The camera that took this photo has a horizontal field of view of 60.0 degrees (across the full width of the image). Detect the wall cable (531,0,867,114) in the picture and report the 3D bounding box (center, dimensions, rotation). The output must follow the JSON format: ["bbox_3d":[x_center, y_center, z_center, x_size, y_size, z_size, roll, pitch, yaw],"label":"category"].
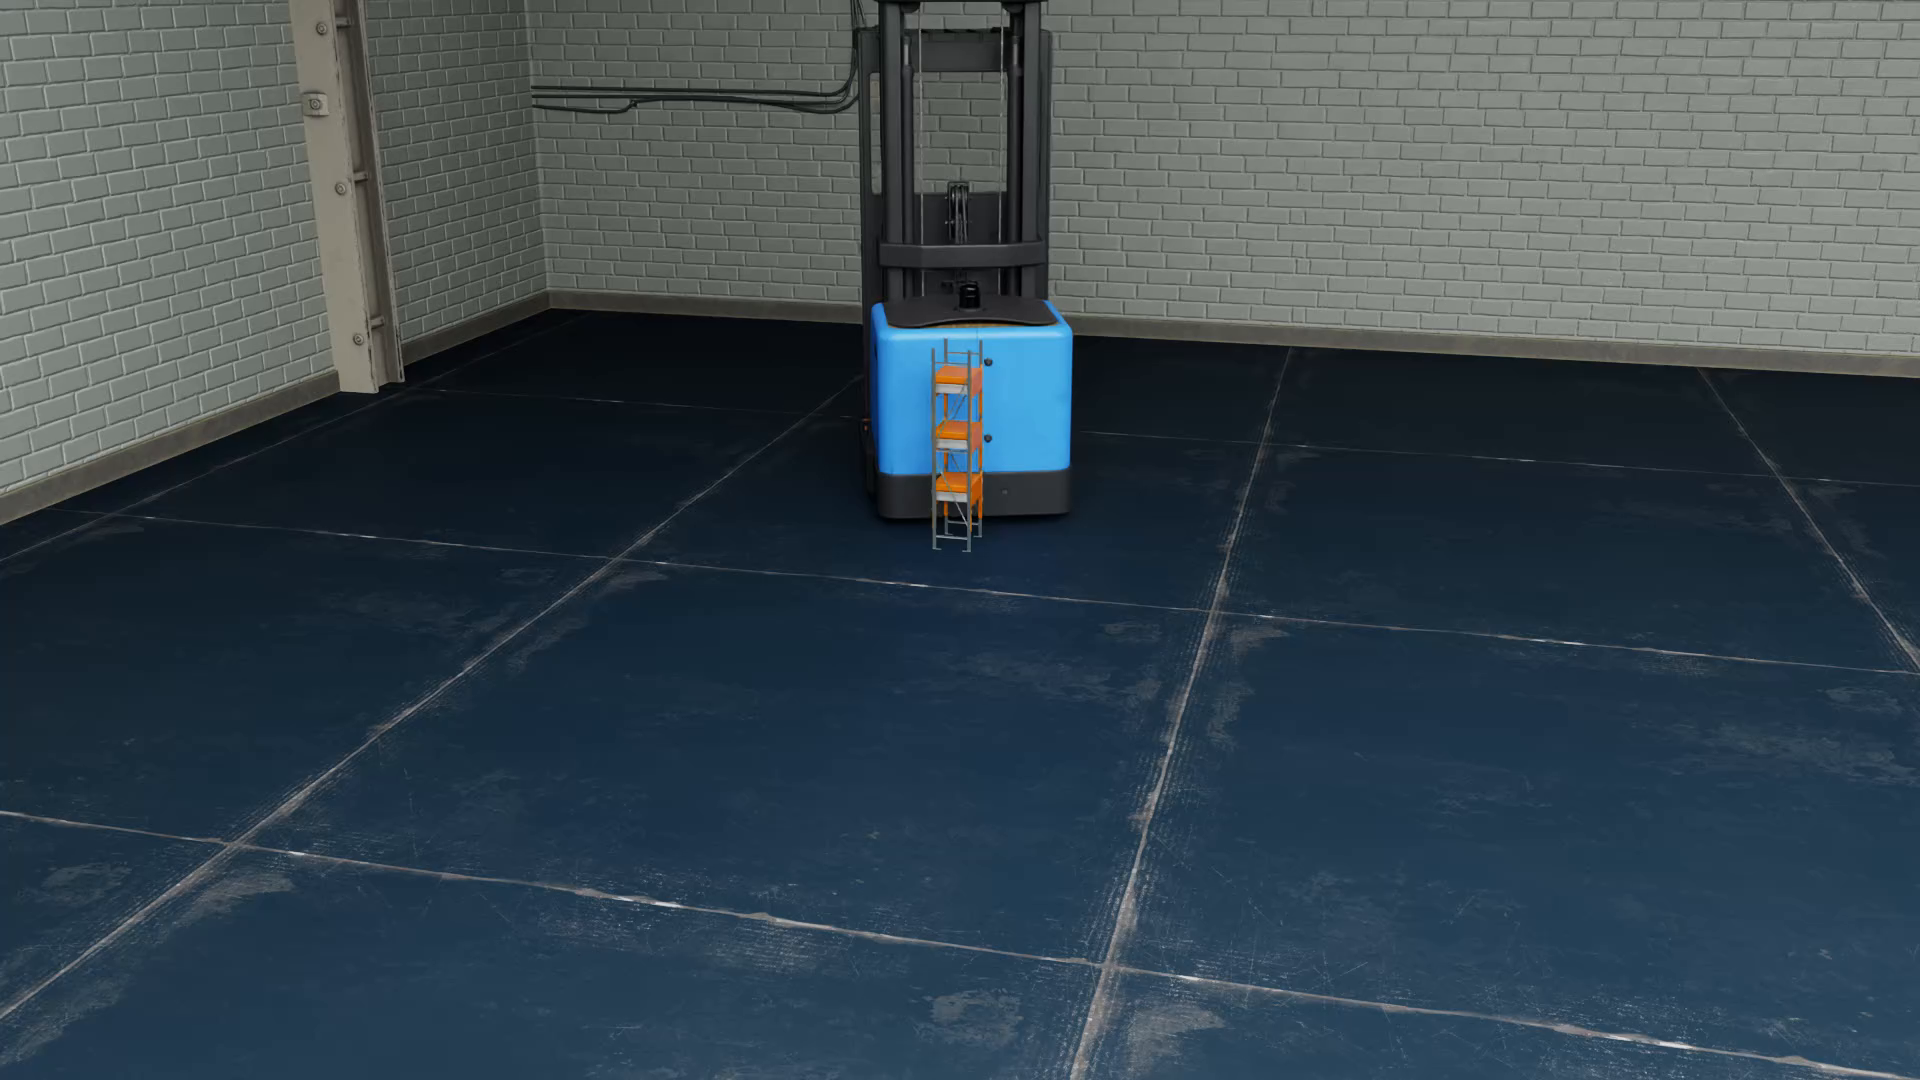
[{"bbox_3d":[-2.221,-4.715,13.373,3.097,2.526,0.112,5,19,13],"label":"wall cable"}]

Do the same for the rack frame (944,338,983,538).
[{"bbox_3d":[0.017,-0.518,8.581,0.200,1.050,0.008,5,19,13],"label":"rack frame"}]

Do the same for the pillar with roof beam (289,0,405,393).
[{"bbox_3d":[-0.048,-5.025,9.478,9.100,9.000,0.400,5,19,13],"label":"pillar with roof beam"}]

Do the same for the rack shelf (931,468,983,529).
[{"bbox_3d":[-0.013,-0.207,8.562,0.215,0.259,0.240,5,19,13],"label":"rack shelf"}]

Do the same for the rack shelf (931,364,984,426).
[{"bbox_3d":[-0.013,-0.739,8.380,0.215,0.259,0.240,5,19,13],"label":"rack shelf"}]

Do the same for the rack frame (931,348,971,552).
[{"bbox_3d":[-0.043,-0.442,8.357,0.200,1.050,0.008,5,19,13],"label":"rack frame"}]

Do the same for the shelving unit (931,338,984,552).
[{"bbox_3d":[-0.013,-0.480,8.469,0.215,1.050,0.252,5,19,13],"label":"shelving unit"}]

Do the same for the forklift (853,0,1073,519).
[{"bbox_3d":[-0.053,-1.930,9.805,1.130,2.935,3.031,-2,19,-5],"label":"forklift"}]

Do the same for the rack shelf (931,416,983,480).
[{"bbox_3d":[-0.013,-0.470,8.472,0.215,0.259,0.240,5,19,13],"label":"rack shelf"}]
